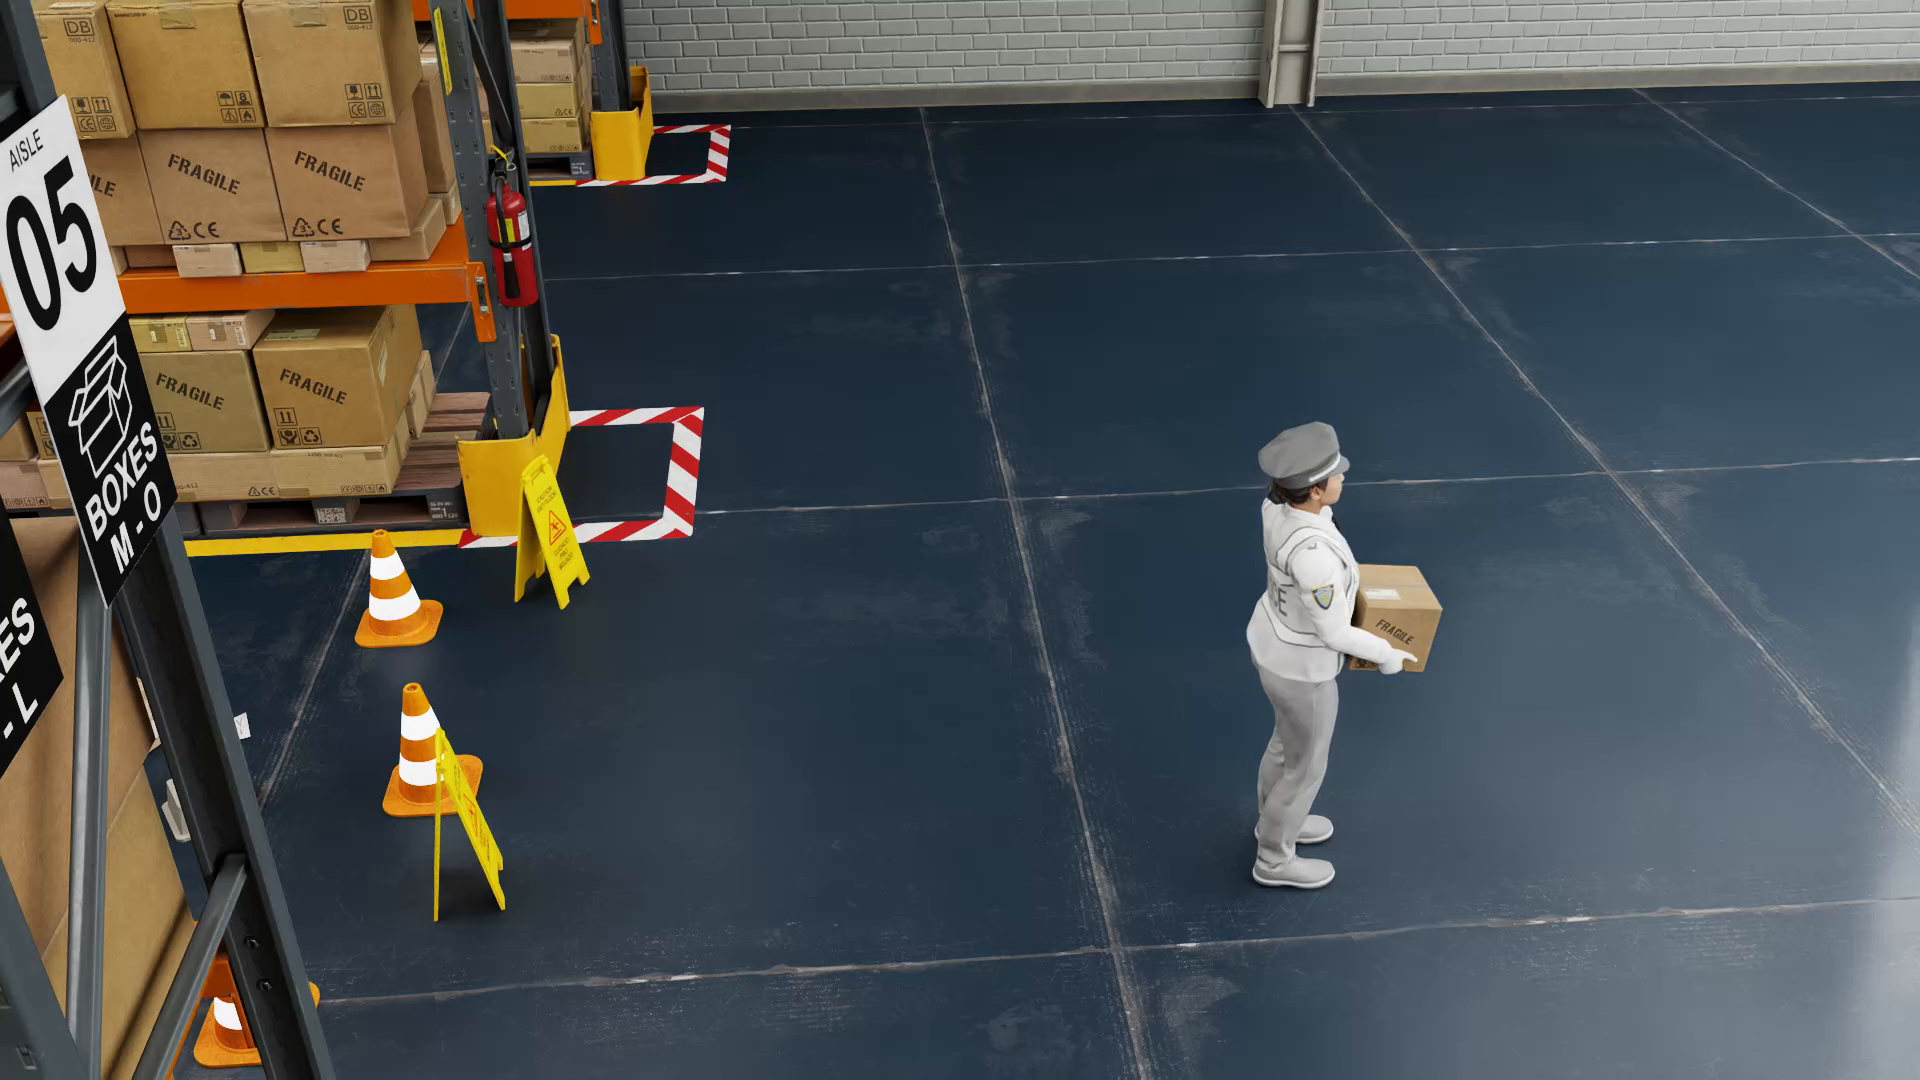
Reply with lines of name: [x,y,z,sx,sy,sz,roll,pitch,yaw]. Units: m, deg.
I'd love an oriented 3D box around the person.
person: [1.187,0.387,5.467,0.540,1.691,0.474,-3,31,-5]
